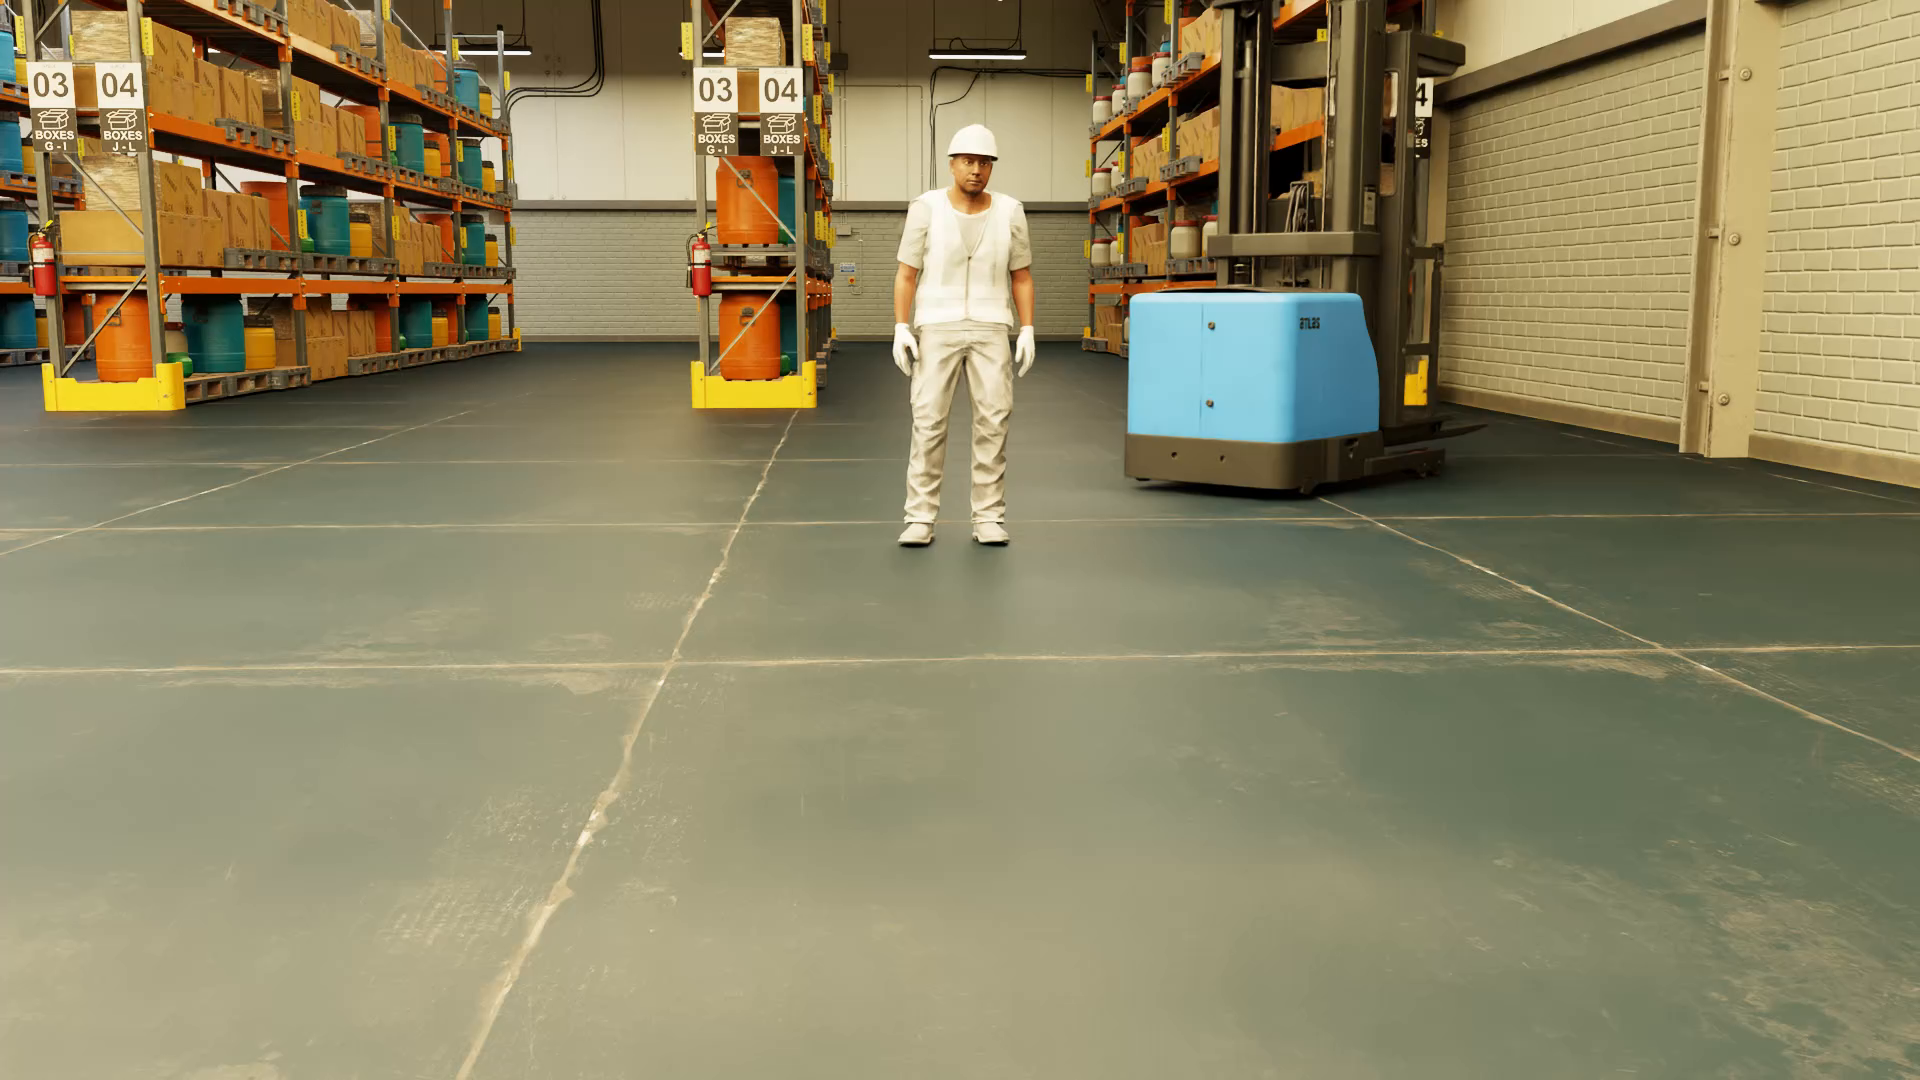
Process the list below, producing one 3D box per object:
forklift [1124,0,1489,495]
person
[{"bbox_3d":[2.243,-1.852,9.806,1.130,2.935,3.031,7,11,40],"label":"forklift"},{"bbox_3d":[0.020,-0.870,7.143,0.620,1.773,0.449,-1,9,-7],"label":"person"}]
